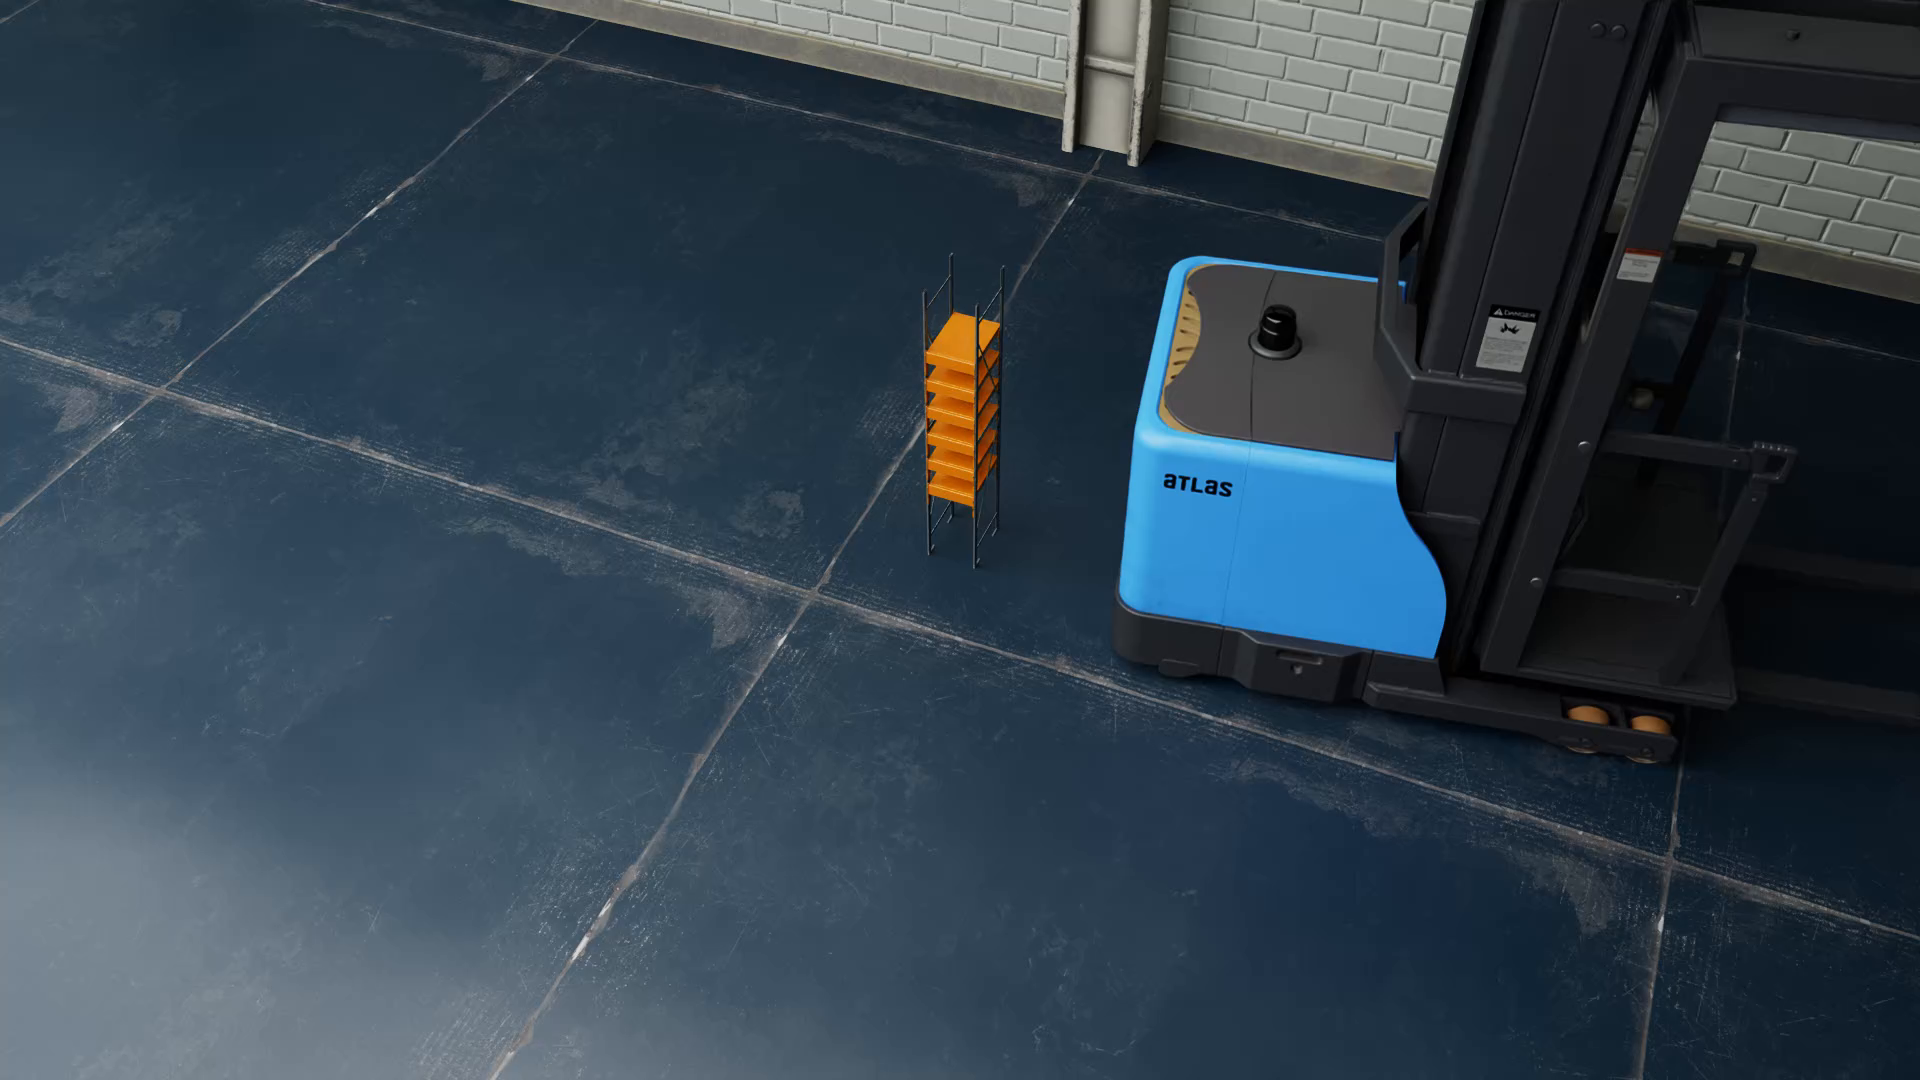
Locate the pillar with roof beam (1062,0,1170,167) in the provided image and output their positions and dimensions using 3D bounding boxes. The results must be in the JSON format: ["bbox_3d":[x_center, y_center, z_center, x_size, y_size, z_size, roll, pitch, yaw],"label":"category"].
[{"bbox_3d":[-0.917,-2.351,2.233,0.400,9.000,9.100,16,47,16],"label":"pillar with roof beam"}]

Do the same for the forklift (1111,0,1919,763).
[{"bbox_3d":[2.097,-0.713,4.889,3.031,2.935,1.130,9,46,9],"label":"forklift"}]

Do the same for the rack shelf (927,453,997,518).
[{"bbox_3d":[0.013,-0.220,6.023,0.180,0.103,0.258,16,47,16],"label":"rack shelf"}]

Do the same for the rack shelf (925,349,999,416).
[{"bbox_3d":[0.013,-0.560,5.685,0.180,0.103,0.258,16,47,16],"label":"rack shelf"}]

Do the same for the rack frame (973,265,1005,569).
[{"bbox_3d":[0.098,-0.397,5.798,0.006,1.200,0.240,16,47,16],"label":"rack frame"}]

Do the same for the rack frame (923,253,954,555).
[{"bbox_3d":[-0.071,-0.446,5.848,0.006,1.200,0.240,16,47,16],"label":"rack frame"}]

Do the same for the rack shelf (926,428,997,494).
[{"bbox_3d":[0.013,-0.305,5.939,0.180,0.103,0.258,16,47,16],"label":"rack shelf"}]

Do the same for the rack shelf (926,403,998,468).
[{"bbox_3d":[0.013,-0.390,5.854,0.180,0.103,0.258,16,47,16],"label":"rack shelf"}]

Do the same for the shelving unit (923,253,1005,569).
[{"bbox_3d":[0.013,-0.421,5.823,0.189,1.200,0.258,16,47,16],"label":"shelving unit"}]

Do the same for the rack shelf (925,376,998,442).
[{"bbox_3d":[0.013,-0.475,5.770,0.180,0.103,0.258,16,47,16],"label":"rack shelf"}]

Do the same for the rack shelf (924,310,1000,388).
[{"bbox_3d":[0.013,-0.645,5.600,0.180,0.103,0.258,16,47,16],"label":"rack shelf"}]
